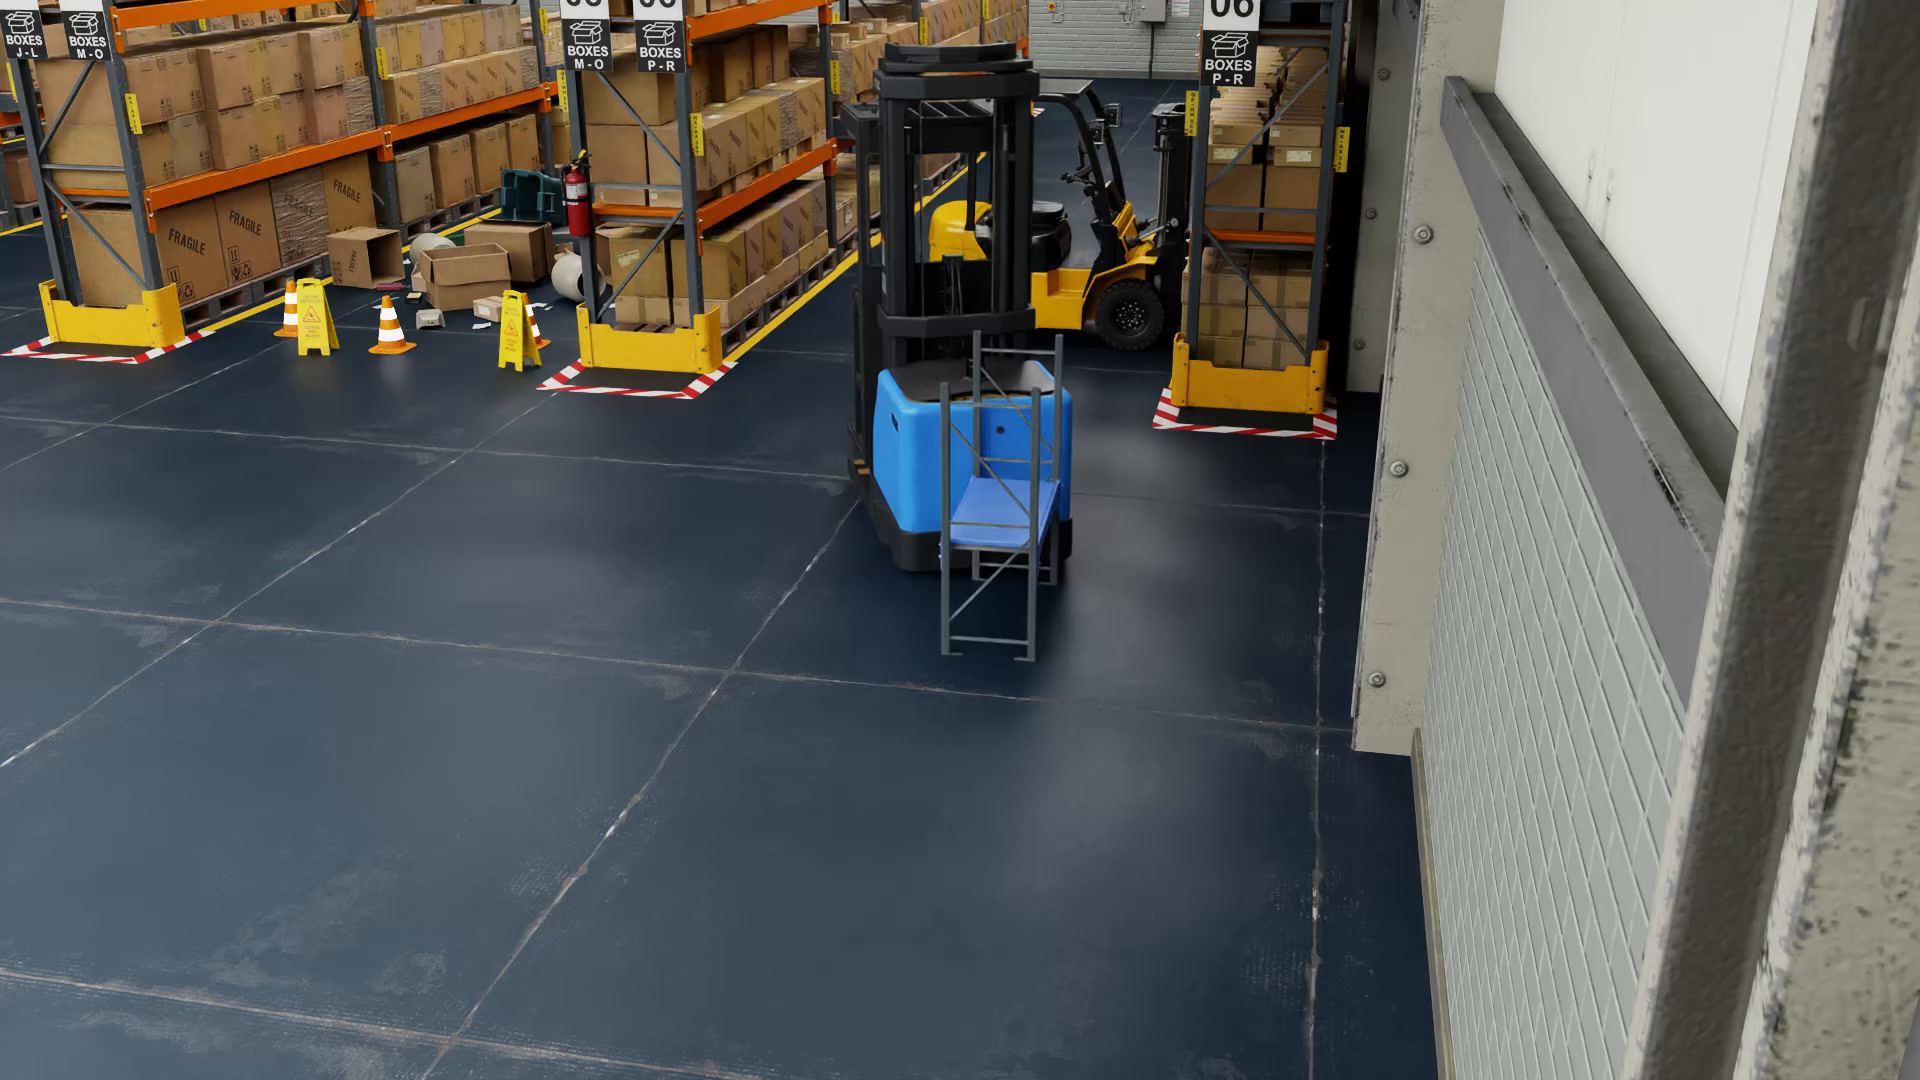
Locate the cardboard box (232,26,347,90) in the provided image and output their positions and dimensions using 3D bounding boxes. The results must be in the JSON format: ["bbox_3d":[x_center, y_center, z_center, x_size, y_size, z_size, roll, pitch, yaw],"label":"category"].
[{"bbox_3d":[-6.769,-4.874,16.793,0.875,0.550,0.550,4,22,11],"label":"cardboard box"}]

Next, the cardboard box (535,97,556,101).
[{"bbox_3d":[-5.870,-5.947,22.885,0.500,0.250,0.500,5,22,12],"label":"cardboard box"}]

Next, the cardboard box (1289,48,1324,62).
[{"bbox_3d":[4.013,-5.604,19.250,0.380,0.149,0.250,5,23,13],"label":"cardboard box"}]

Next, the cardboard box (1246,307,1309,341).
[{"bbox_3d":[2.548,-1.772,13.189,0.500,0.250,0.500,5,22,12],"label":"cardboard box"}]

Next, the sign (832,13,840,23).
[{"bbox_3d":[-1.523,-6.346,20.546,0.100,0.325,0.005,4,22,11],"label":"sign"}]

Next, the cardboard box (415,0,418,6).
[{"bbox_3d":[-9.612,-9.338,28.322,0.500,0.500,0.500,4,22,9],"label":"cardboard box"}]

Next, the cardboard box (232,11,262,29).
[{"bbox_3d":[-10.380,-7.539,23.582,0.797,0.503,0.637,5,22,12],"label":"cardboard box"}]

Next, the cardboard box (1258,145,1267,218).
[{"bbox_3d":[2.207,-2.901,13.407,0.500,0.500,0.500,5,23,13],"label":"cardboard box"}]

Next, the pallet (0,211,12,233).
[{"bbox_3d":[-11.599,-3.519,18.808,1.003,0.211,1.213,4,22,11],"label":"pallet"}]

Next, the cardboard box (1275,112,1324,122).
[{"bbox_3d":[2.653,-3.248,13.002,0.380,0.149,0.250,5,22,12],"label":"cardboard box"}]

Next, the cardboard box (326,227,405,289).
[{"bbox_3d":[-5.974,-2.841,16.735,0.500,0.500,0.500,8,23,20],"label":"cardboard box"}]

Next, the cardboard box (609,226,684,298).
[{"bbox_3d":[-2.703,-2.422,14.467,0.500,0.500,0.500,5,22,11],"label":"cardboard box"}]

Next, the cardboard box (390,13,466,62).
[{"bbox_3d":[-6.255,-5.895,19.504,0.700,0.500,0.500,4,22,10],"label":"cardboard box"}]

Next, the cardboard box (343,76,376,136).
[{"bbox_3d":[-6.725,-4.579,17.508,0.875,0.550,0.550,4,22,11],"label":"cardboard box"}]

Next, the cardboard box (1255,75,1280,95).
[{"bbox_3d":[2.761,-4.215,15.405,0.380,0.149,0.250,5,22,12],"label":"cardboard box"}]

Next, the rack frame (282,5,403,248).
[{"bbox_3d":[-6.662,-4.645,17.873,1.000,3.000,0.127,4,22,11],"label":"rack frame"}]

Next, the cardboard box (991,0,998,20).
[{"bbox_3d":[0.280,-8.081,24.931,0.500,0.500,0.500,4,22,10],"label":"cardboard box"}]

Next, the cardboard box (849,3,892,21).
[{"bbox_3d":[-1.130,-6.487,20.974,0.500,0.500,0.500,4,22,9],"label":"cardboard box"}]

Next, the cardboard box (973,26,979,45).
[{"bbox_3d":[-0.015,-7.213,23.781,0.500,0.250,0.500,4,22,11],"label":"cardboard box"}]

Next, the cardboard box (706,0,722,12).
[{"bbox_3d":[-2.173,-4.411,13.611,0.380,0.149,0.250,5,22,12],"label":"cardboard box"}]

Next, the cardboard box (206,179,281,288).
[{"bbox_3d":[-7.227,-2.967,15.987,0.875,0.875,0.875,4,22,10],"label":"cardboard box"}]

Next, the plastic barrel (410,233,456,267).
[{"bbox_3d":[-5.392,-2.919,17.034,0.421,0.421,0.512,-16,27,-35],"label":"plastic barrel"}]

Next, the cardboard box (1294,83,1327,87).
[{"bbox_3d":[3.173,-3.991,14.847,0.380,0.149,0.250,4,22,10],"label":"cardboard box"}]

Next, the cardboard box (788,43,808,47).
[{"bbox_3d":[-1.826,-5.052,17.788,0.500,0.500,0.500,5,22,11],"label":"cardboard box"}]

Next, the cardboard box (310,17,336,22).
[{"bbox_3d":[-9.800,-7.660,25.225,0.500,0.500,0.500,5,23,13],"label":"cardboard box"}]

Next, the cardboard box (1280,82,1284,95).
[{"bbox_3d":[3.122,-4.665,17.452,0.500,0.250,0.500,5,22,12],"label":"cardboard box"}]

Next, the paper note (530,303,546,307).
[{"bbox_3d":[-4.047,-2.256,15.930,0.148,0.019,0.142,13,25,29],"label":"paper note"}]

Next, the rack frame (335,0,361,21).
[{"bbox_3d":[-9.864,-7.986,26.168,1.000,3.000,0.127,4,22,11],"label":"rack frame"}]

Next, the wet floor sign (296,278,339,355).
[{"bbox_3d":[-5.546,-1.929,14.279,0.267,0.644,0.232,1,22,2],"label":"wet floor sign"}]

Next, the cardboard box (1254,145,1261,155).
[{"bbox_3d":[2.181,-3.147,13.149,0.380,0.149,0.250,5,22,12],"label":"cardboard box"}]

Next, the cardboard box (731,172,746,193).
[{"bbox_3d":[-2.072,-3.108,14.391,0.380,0.149,0.250,5,22,12],"label":"cardboard box"}]

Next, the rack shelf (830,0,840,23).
[{"bbox_3d":[-1.387,-6.094,18.418,1.077,0.370,4.000,4,22,11],"label":"rack shelf"}]

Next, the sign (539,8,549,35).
[{"bbox_3d":[-5.302,-6.604,21.187,0.100,0.325,0.005,4,22,11],"label":"sign"}]

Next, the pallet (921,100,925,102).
[{"bbox_3d":[-1.020,-5.410,20.029,1.213,0.211,1.003,4,22,11],"label":"pallet"}]

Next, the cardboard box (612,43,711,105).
[{"bbox_3d":[-2.607,-4.073,14.580,0.700,0.500,0.500,4,22,10],"label":"cardboard box"}]

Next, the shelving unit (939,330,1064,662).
[{"bbox_3d":[0.237,-0.260,8.992,0.538,1.500,1.048,4,22,9],"label":"shelving unit"}]

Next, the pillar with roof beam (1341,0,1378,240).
[{"bbox_3d":[0.283,-7.956,18.064,9.100,9.000,0.400,4,22,11],"label":"pillar with roof beam"}]

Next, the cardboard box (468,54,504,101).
[{"bbox_3d":[-5.880,-5.604,20.120,0.500,0.500,0.500,4,22,10],"label":"cardboard box"}]

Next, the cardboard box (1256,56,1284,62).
[{"bbox_3d":[3.384,-5.260,18.396,0.380,0.149,0.250,5,22,11],"label":"cardboard box"}]

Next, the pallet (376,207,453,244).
[{"bbox_3d":[-6.578,-3.640,19.109,1.003,0.211,1.213,4,22,11],"label":"pallet"}]

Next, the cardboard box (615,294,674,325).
[{"bbox_3d":[-2.705,-2.086,14.637,0.500,0.250,0.500,4,22,11],"label":"cardboard box"}]

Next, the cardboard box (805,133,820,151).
[{"bbox_3d":[-1.607,-3.956,16.497,0.380,0.149,0.250,5,22,12],"label":"cardboard box"}]

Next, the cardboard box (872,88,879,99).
[{"bbox_3d":[-1.080,-5.036,18.617,0.380,0.149,0.250,5,23,13],"label":"cardboard box"}]

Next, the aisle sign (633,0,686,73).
[{"bbox_3d":[-2.321,-4.002,12.795,0.394,0.787,0.004,4,22,11],"label":"aisle sign"}]

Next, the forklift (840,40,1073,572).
[{"bbox_3d":[-0.144,-1.694,10.636,1.130,2.935,3.031,-5,22,-11],"label":"forklift"}]

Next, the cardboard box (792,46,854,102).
[{"bbox_3d":[-1.419,-4.834,17.246,0.500,0.500,0.500,5,22,12],"label":"cardboard box"}]

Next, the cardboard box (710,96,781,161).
[{"bbox_3d":[-1.942,-3.741,15.096,0.500,0.500,0.500,4,22,10],"label":"cardboard box"}]

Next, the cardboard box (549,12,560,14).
[{"bbox_3d":[-5.719,-7.529,24.011,0.380,0.149,0.250,4,22,10],"label":"cardboard box"}]

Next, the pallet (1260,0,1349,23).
[{"bbox_3d":[2.418,-4.072,12.553,1.003,0.211,1.213,4,22,11],"label":"pallet"}]

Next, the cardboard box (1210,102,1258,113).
[{"bbox_3d":[2.230,-3.477,13.571,0.380,0.149,0.250,5,22,12],"label":"cardboard box"}]

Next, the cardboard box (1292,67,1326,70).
[{"bbox_3d":[3.658,-4.850,17.378,0.380,0.149,0.250,4,22,11],"label":"cardboard box"}]

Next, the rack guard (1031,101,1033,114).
[{"bbox_3d":[0.658,-7.543,28.413,1.175,0.500,0.348,4,22,11],"label":"rack guard"}]

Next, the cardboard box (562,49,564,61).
[{"bbox_3d":[-5.447,-6.532,22.330,0.380,0.149,0.250,6,23,14],"label":"cardboard box"}]

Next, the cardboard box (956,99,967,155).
[{"bbox_3d":[-0.388,-5.876,23.211,0.875,0.875,0.875,5,22,12],"label":"cardboard box"}]

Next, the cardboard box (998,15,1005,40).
[{"bbox_3d":[0.404,-7.794,25.557,0.500,0.500,0.500,5,22,11],"label":"cardboard box"}]
